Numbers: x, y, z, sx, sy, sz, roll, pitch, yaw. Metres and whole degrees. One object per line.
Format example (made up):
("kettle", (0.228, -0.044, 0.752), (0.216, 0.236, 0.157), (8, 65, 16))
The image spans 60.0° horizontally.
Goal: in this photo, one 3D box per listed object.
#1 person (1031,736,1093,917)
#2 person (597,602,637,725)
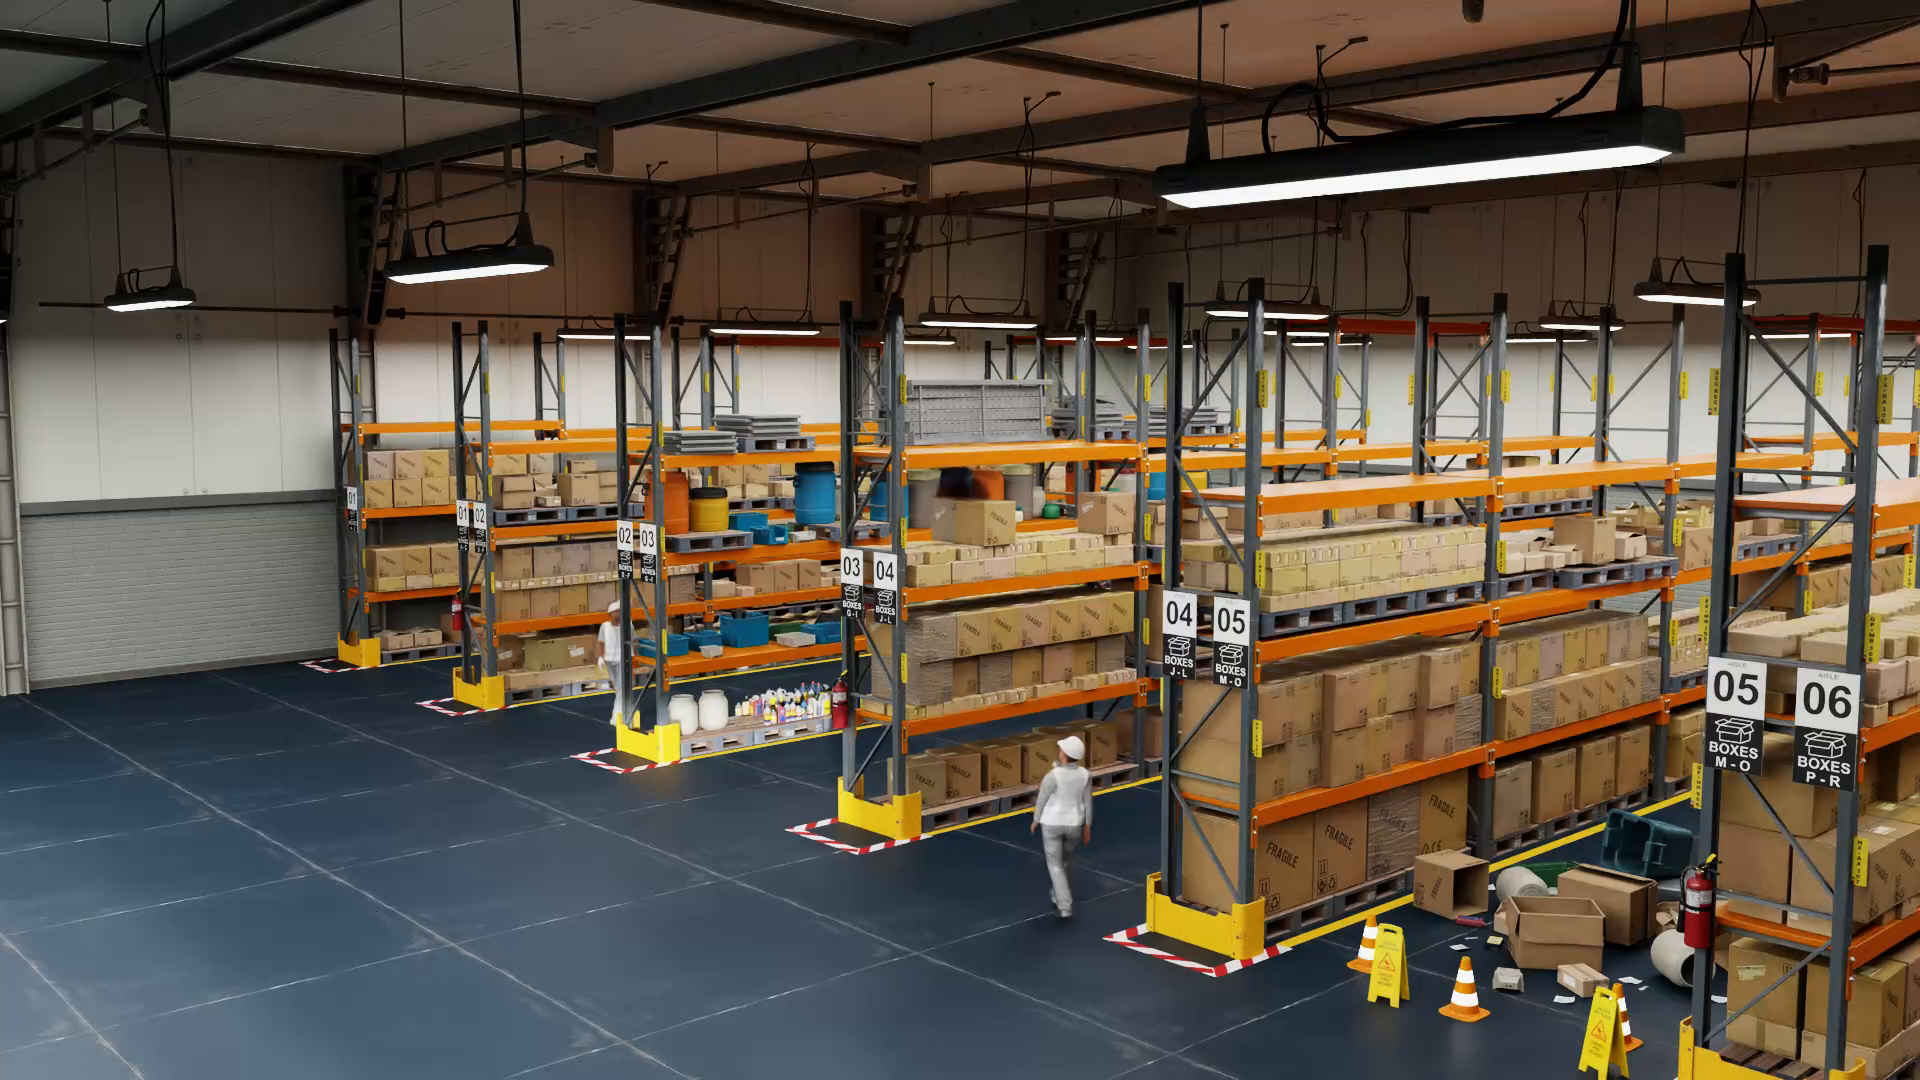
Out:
("person", (0.985, 2.726, 16.010), (0.580, 1.730, 0.966), (-1, 6, -12))
("person", (-5.182, 1.814, 24.913), (0.510, 1.747, 0.932), (2, 6, 18))
